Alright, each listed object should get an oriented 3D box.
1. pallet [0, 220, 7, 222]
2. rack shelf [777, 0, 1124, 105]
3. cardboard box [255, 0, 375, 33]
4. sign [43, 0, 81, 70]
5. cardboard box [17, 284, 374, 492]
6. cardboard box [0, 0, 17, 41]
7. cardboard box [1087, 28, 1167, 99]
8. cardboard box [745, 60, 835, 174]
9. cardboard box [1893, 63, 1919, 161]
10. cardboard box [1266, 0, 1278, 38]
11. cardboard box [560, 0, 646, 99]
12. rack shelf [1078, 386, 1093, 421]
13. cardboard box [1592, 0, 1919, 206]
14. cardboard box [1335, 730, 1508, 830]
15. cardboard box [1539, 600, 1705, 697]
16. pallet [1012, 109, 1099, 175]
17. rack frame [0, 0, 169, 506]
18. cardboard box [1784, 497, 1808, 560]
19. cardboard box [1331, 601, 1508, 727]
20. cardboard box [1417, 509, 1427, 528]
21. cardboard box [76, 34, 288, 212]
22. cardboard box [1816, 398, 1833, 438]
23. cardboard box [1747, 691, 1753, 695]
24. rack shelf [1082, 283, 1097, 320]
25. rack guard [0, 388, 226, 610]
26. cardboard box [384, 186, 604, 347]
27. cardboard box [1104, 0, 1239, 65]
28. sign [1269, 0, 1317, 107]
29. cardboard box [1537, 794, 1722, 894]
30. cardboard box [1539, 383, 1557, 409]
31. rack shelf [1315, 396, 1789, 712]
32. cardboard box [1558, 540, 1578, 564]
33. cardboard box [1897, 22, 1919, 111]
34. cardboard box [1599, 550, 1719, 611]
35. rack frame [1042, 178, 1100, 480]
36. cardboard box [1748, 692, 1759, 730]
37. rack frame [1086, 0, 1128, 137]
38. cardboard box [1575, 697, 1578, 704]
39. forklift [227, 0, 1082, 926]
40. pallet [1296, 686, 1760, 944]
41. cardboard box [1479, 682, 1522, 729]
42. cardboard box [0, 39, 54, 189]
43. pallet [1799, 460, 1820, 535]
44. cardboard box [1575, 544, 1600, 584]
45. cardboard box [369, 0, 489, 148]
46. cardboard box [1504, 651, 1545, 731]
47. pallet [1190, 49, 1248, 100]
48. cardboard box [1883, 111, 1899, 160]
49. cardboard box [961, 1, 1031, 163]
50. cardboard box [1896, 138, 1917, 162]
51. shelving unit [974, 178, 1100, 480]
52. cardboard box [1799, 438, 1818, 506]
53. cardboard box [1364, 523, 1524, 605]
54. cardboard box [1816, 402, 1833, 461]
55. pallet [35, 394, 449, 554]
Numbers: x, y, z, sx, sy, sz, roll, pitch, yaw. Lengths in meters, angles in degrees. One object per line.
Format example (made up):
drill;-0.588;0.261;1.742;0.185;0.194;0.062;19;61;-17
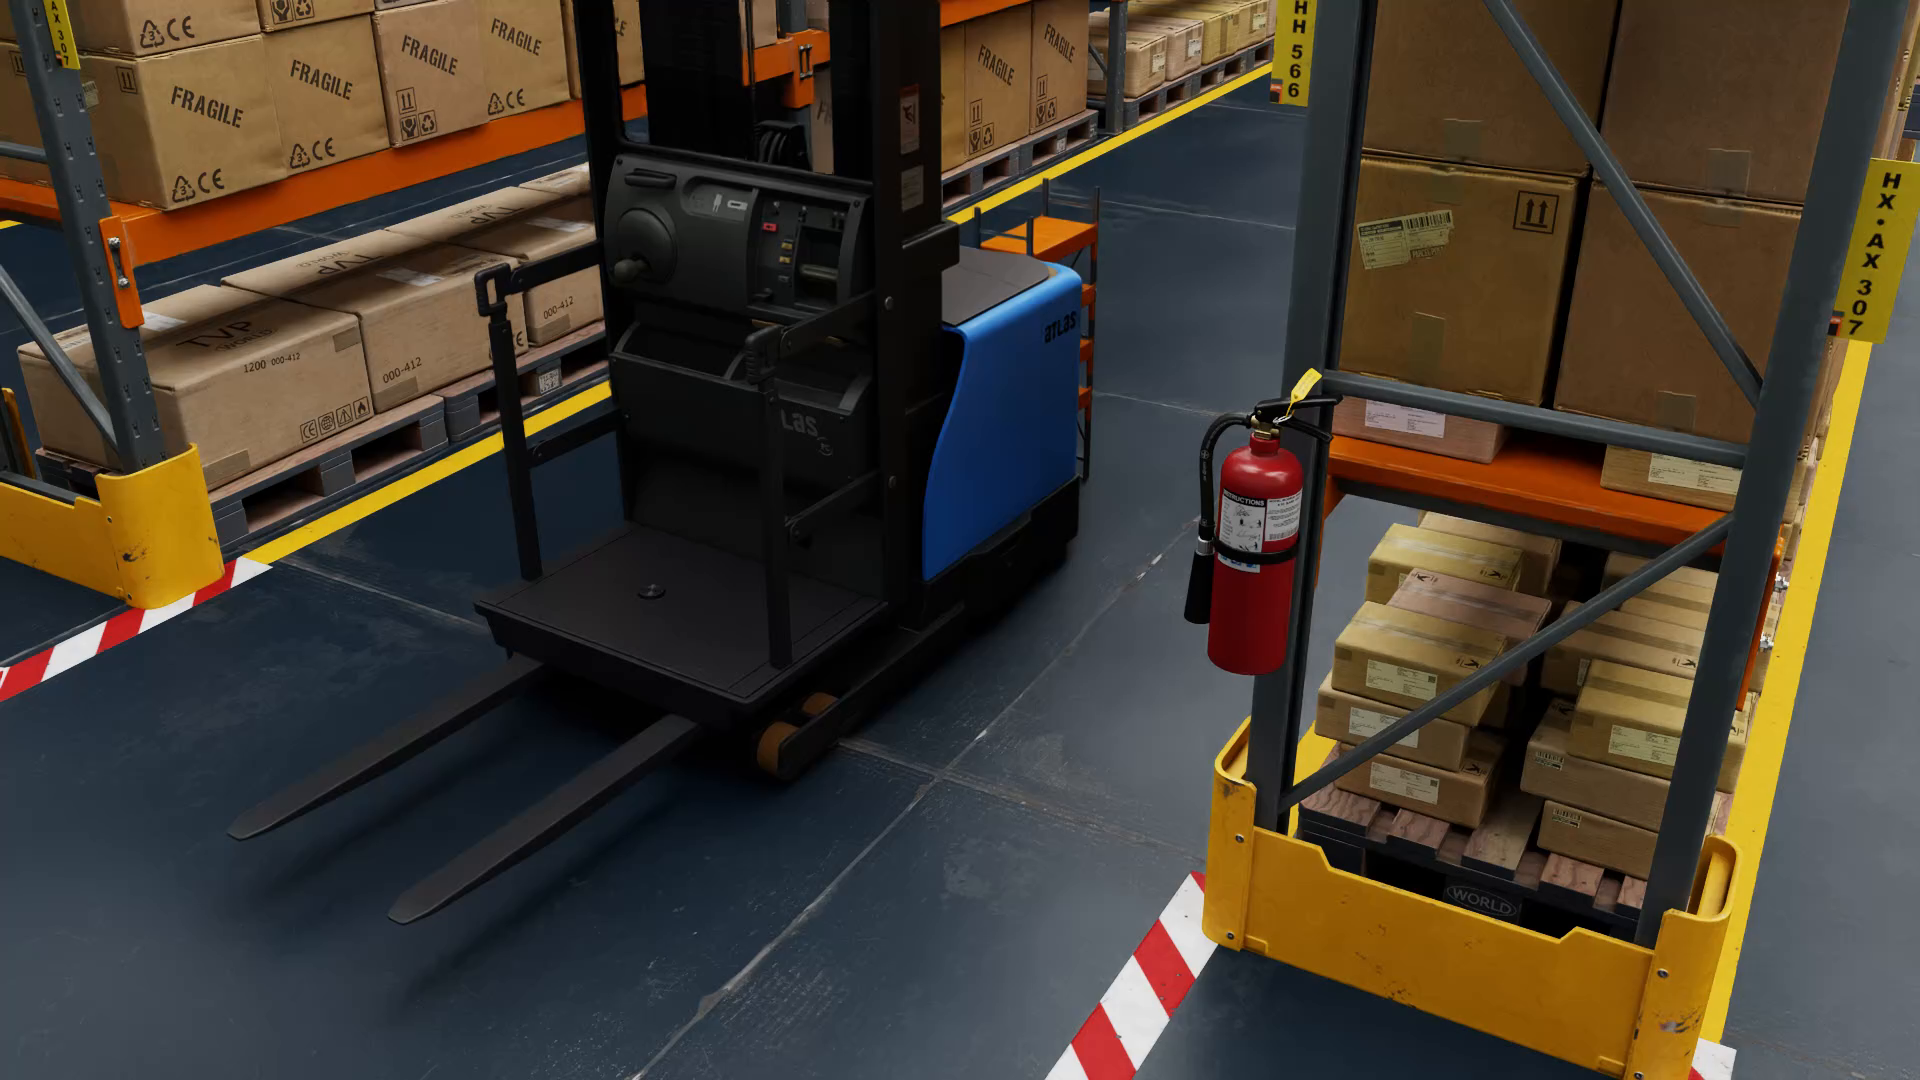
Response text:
pallet;-6.501;-1.952;9.914;1.003;0.211;1.213;14;30;26
rack shelf;-0.256;-3.310;10.315;1.077;0.370;4.000;14;30;26
cardboard box;-2.476;-2.112;5.890;0.500;0.500;0.500;13;30;25
sign;-2.728;-1.591;5.022;0.100;0.325;0.005;14;30;26
cardboard box;-2.970;-0.614;6.520;0.875;0.438;0.875;13;29;24
cardboard box;-3.178;-2.025;5.716;0.500;0.500;0.500;15;30;28
cardboard box;1.014;-3.642;12.640;0.950;0.372;0.625;12;29;23
cardboard box;-1.005;-2.349;9.496;0.875;0.875;0.875;15;30;28
cardboard box;2.871;-1.526;5.504;0.500;0.500;0.500;13;30;25
cardboard box;2.439;-4.778;14.909;0.950;0.372;0.625;15;30;27
cardboard box;-1.729;-2.259;7.300;0.500;0.500;0.500;14;30;25
rack shelf;0.286;-0.480;6.462;0.258;0.148;0.480;16;31;29
cardboard box;1.603;-0.984;3.303;0.500;0.500;0.500;14;30;26
cardboard box;1.229;0.593;4.429;0.380;0.149;0.250;15;30;27
cardboard box;1.736;0.315;4.320;0.380;0.149;0.250;15;30;27
pallet;0.274;-2.873;11.754;1.003;0.211;1.213;14;30;26
rack frame;-3.208;-1.293;5.482;1.000;3.000;0.127;14;30;26
cardboard box;2.714;-0.083;5.781;0.380;0.149;0.250;14;30;26
cardboard box;1.191;0.316;4.318;0.380;0.149;0.250;15;30;27
cardboard box;1.648;-0.102;5.153;0.380;0.149;0.250;15;30;28
cardboard box;-2.722;-1.462;5.707;0.500;0.500;0.500;14;30;26
cardboard box;1.864;-0.386;3.950;0.380;0.149;0.250;13;30;25
cardboard box;2.081;0.279;4.726;0.380;0.149;0.250;15;30;28
rack shelf;0.286;-0.858;6.273;0.258;0.148;0.480;16;31;29
rack guard;-3.220;-0.166;6.023;1.175;0.500;0.348;14;30;26
cardboard box;-2.082;-1.324;7.937;0.875;0.438;0.875;13;29;25
cardboard box;1.748;-4.225;13.806;0.950;0.372;0.625;15;30;28
sign;0.678;-1.032;3.313;0.100;0.325;0.005;14;30;26
cardboard box;1.688;0.711;4.195;0.380;0.149;0.250;15;30;27
cardboard box;1.221;-0.408;3.995;0.380;0.149;0.250;14;30;26
rack shelf;2.135;-0.700;5.102;1.077;0.370;4.000;14;30;26
cardboard box;1.802;-0.060;5.403;0.380;0.149;0.250;16;31;29
cardboard box;2.121;-1.380;4.094;0.500;0.500;0.500;13;30;25
cardboard box;2.021;0.130;4.690;0.380;0.149;0.250;13;29;24
rack frame;0.418;-0.810;6.527;0.240;1.200;0.015;16;31;29
cardboard box;2.083;0.417;4.782;0.380;0.149;0.250;15;30;27
rack frame;0.728;-4.411;11.711;1.000;3.000;0.127;14;30;26
cardboard box;1.816;0.470;4.344;0.380;0.149;0.250;14;30;26
forklift;-0.782;-0.852;4.678;1.130;2.935;3.031;16;31;29
pallet;1.619;0.666;4.684;1.003;0.211;1.213;14;30;26
cardboard box;1.338;0.353;4.577;0.380;0.149;0.250;13;30;25
cardboard box;-3.201;-1.584;5.952;0.500;0.500;0.500;14;30;26
pallet;2.820;-0.285;6.583;1.003;0.211;1.213;14;30;26
cardboard box;1.995;-0.009;5.634;0.380;0.149;0.250;15;30;28
cardboard box;-2.231;-1.859;6.501;0.500;0.500;0.500;14;30;26
cardboard box;1.472;0.387;4.842;0.380;0.149;0.250;14;30;26
pallet;1.714;-3.942;13.889;1.003;0.211;1.213;14;30;26
cardboard box;2.106;-0.937;4.326;0.500;0.500;0.500;15;30;27
cardboard box;-0.127;-3.051;10.898;0.875;0.875;0.875;15;30;27
cardboard box;5.465;-2.760;10.456;1.050;0.750;0.750;14;30;25
shelving unit;0.286;-0.718;6.343;0.258;1.200;0.503;16;31;29
cardboard box;2.593;-0.260;5.469;0.380;0.149;0.250;13;29;24
cardboard box;1.382;0.102;4.746;0.380;0.149;0.250;13;30;25
cardboard box;3.002;-0.438;6.158;0.380;0.149;0.250;13;29;24
pallet;-2.883;-0.375;6.763;1.003;0.211;1.213;14;30;26
